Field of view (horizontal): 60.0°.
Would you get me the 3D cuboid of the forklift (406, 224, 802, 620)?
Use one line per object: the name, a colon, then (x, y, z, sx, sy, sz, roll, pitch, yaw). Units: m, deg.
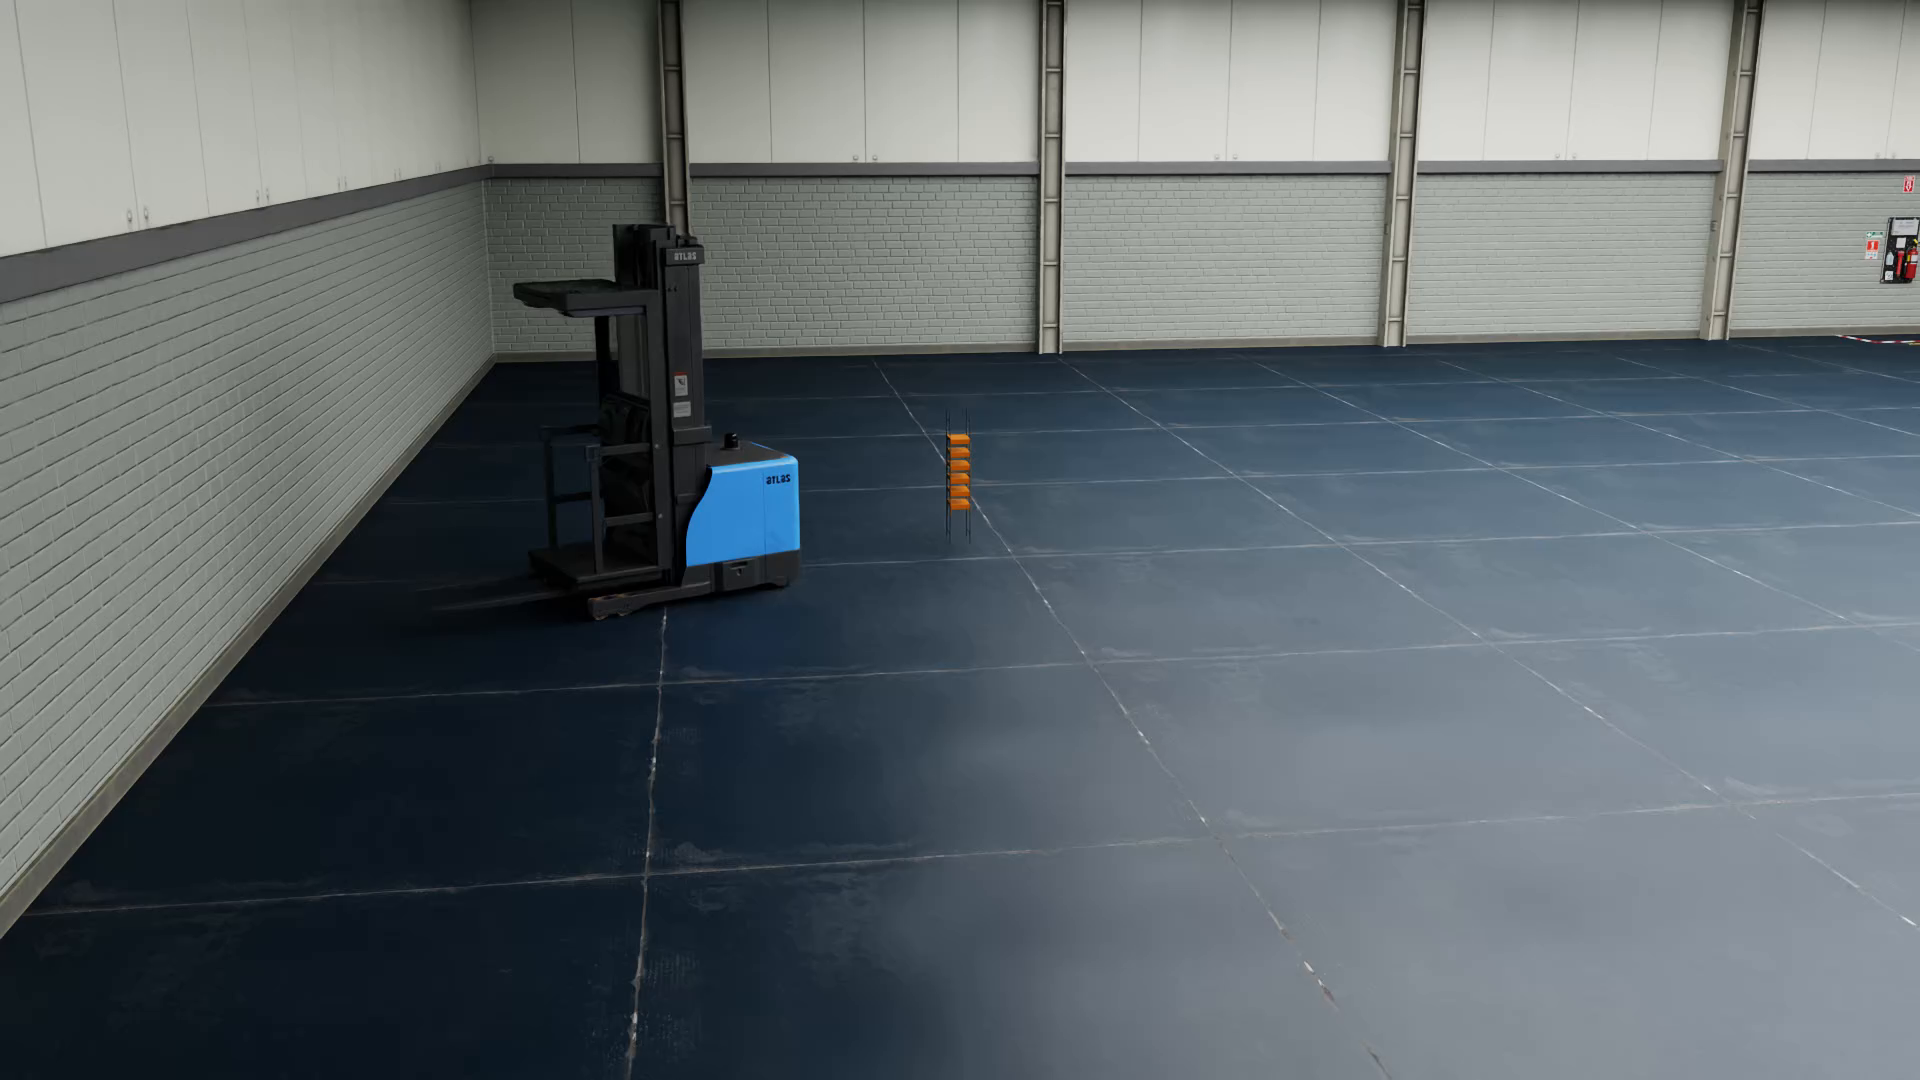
forklift: (-2.819, -0.953, 13.026, 3.031, 2.935, 1.130, -9, 17, -32)

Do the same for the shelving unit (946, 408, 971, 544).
shelving unit: (-0.014, -0.581, 15.102, 0.189, 1.200, 0.258, -2, 14, -8)

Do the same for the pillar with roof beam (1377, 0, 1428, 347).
pillar with roof beam: (8.055, -6.675, 23.367, 0.400, 9.000, 9.100, -2, 14, -8)

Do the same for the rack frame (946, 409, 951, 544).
rack frame: (-0.105, -0.578, 15.089, 0.006, 1.200, 0.240, -2, 14, -8)

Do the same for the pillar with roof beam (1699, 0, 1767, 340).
pillar with roof beam: (13.988, -6.892, 24.234, 0.400, 9.000, 9.100, -2, 14, -8)

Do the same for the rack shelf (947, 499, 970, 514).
rack shelf: (-0.014, -0.306, 15.171, 0.180, 0.103, 0.258, -2, 14, -8)

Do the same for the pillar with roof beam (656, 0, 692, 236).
pillar with roof beam: (-3.811, -6.240, 21.633, 0.400, 9.000, 9.100, -2, 14, -8)

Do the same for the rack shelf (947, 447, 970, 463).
rack shelf: (-0.014, -0.771, 15.054, 0.180, 0.103, 0.258, -2, 14, -8)

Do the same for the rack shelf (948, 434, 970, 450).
rack shelf: (-0.014, -0.888, 15.025, 0.180, 0.103, 0.258, -2, 14, -8)

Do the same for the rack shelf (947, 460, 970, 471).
rack shelf: (-0.014, -0.655, 15.084, 0.180, 0.103, 0.258, -2, 14, -8)

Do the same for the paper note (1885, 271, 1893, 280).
paper note: (16.645, -4.738, 29.787, 0.142, 0.148, 0.016, -2, 14, -8)

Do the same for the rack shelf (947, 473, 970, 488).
rack shelf: (-0.014, -0.538, 15.113, 0.180, 0.103, 0.258, -2, 14, -8)

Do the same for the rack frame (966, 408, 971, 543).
rack frame: (0.076, -0.585, 15.115, 0.006, 1.200, 0.240, -2, 14, -8)

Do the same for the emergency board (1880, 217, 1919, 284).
emergency board: (16.831, -5.155, 29.639, 0.643, 1.169, 0.194, -2, 14, -8)

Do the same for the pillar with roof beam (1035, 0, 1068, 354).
pillar with roof beam: (2.122, -6.458, 22.500, 0.400, 9.000, 9.100, -2, 14, -8)

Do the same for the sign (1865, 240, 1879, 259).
sign: (16.268, -5.177, 29.654, 0.234, 0.329, 0.001, -2, 14, -8)

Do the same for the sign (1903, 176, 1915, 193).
sign: (16.808, -6.303, 29.452, 0.199, 0.298, 0.001, -2, 14, -8)

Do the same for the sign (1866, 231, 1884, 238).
sign: (16.274, -5.432, 29.582, 0.331, 0.109, 0.001, -2, 14, -8)

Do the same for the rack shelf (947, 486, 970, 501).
rack shelf: (-0.014, -0.422, 15.142, 0.180, 0.103, 0.258, -2, 14, -8)
